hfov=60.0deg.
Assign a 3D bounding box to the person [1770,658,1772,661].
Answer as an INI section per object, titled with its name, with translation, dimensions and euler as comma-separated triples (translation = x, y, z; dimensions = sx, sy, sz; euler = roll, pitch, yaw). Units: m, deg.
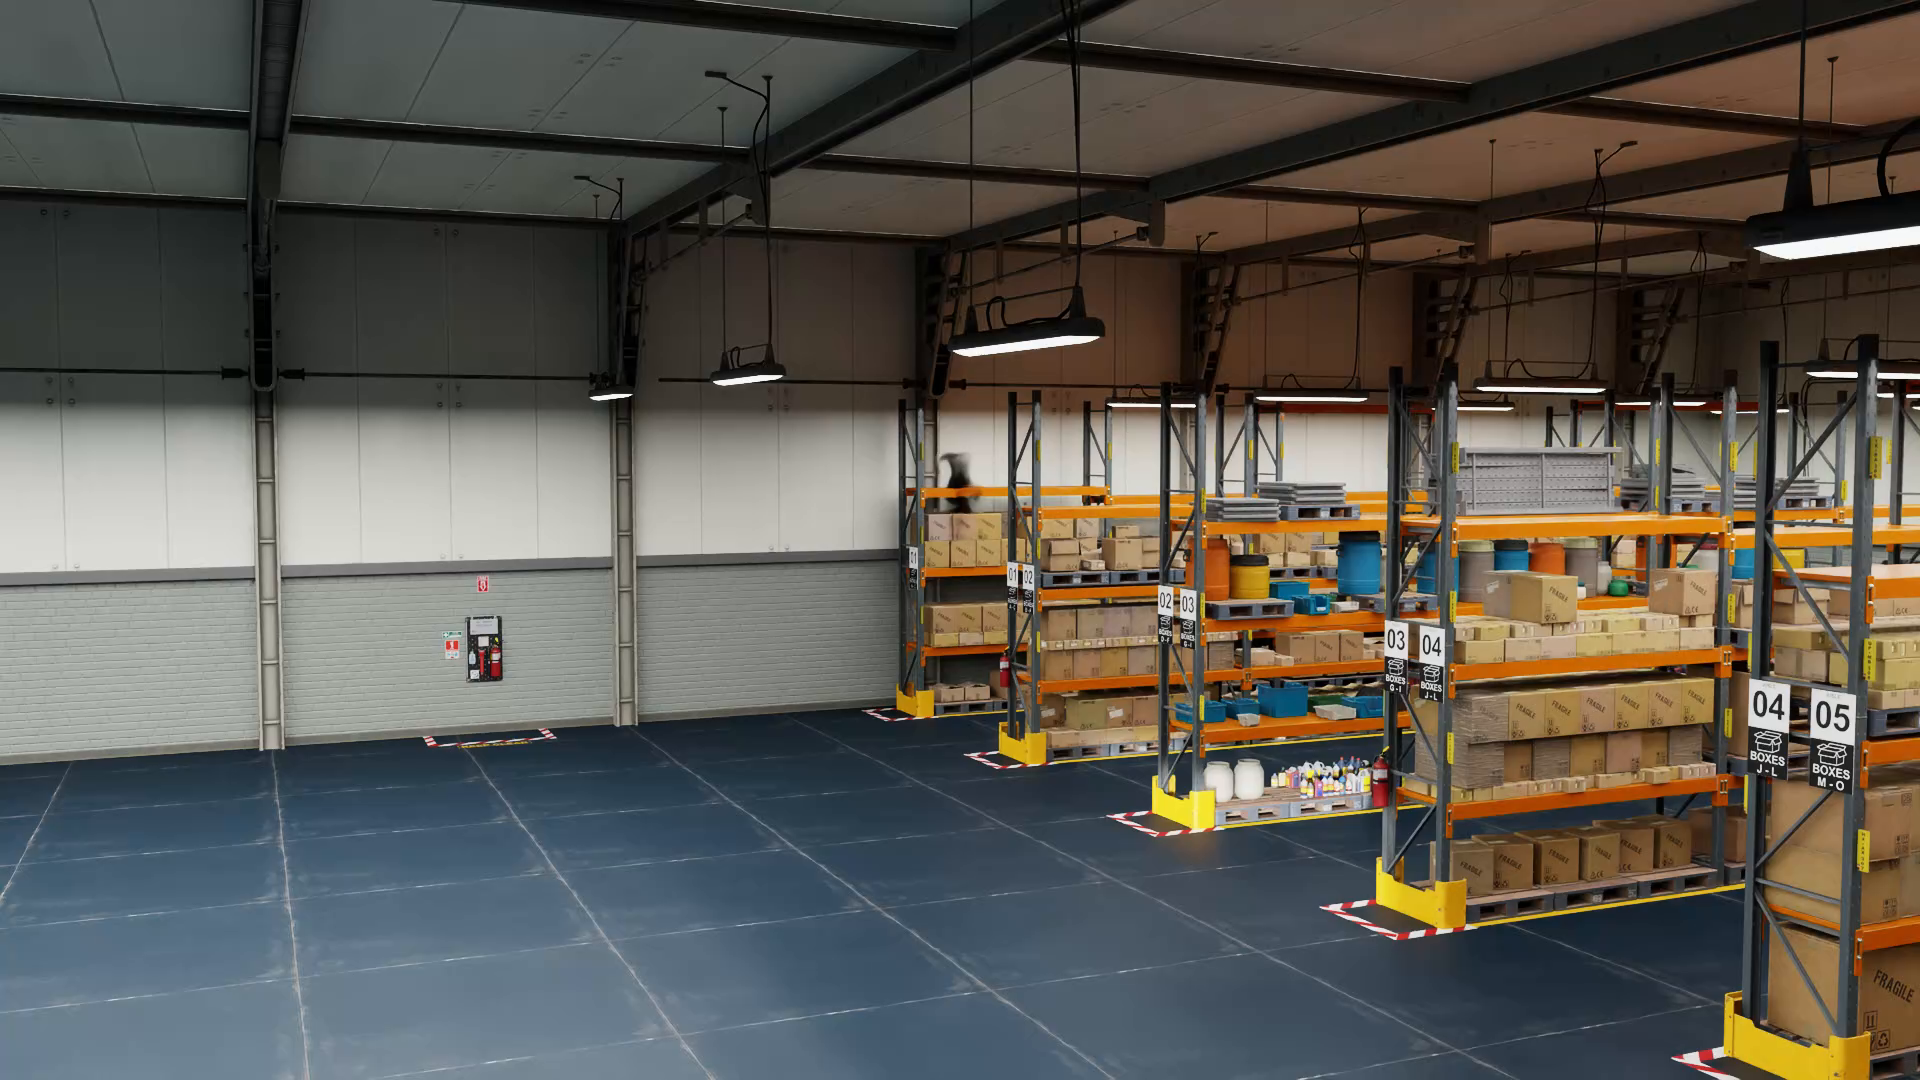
[person]
translation = 16.599, 2.305, 34.156
dimensions = 0.645, 1.703, 1.017
euler = 0, 3, -8
